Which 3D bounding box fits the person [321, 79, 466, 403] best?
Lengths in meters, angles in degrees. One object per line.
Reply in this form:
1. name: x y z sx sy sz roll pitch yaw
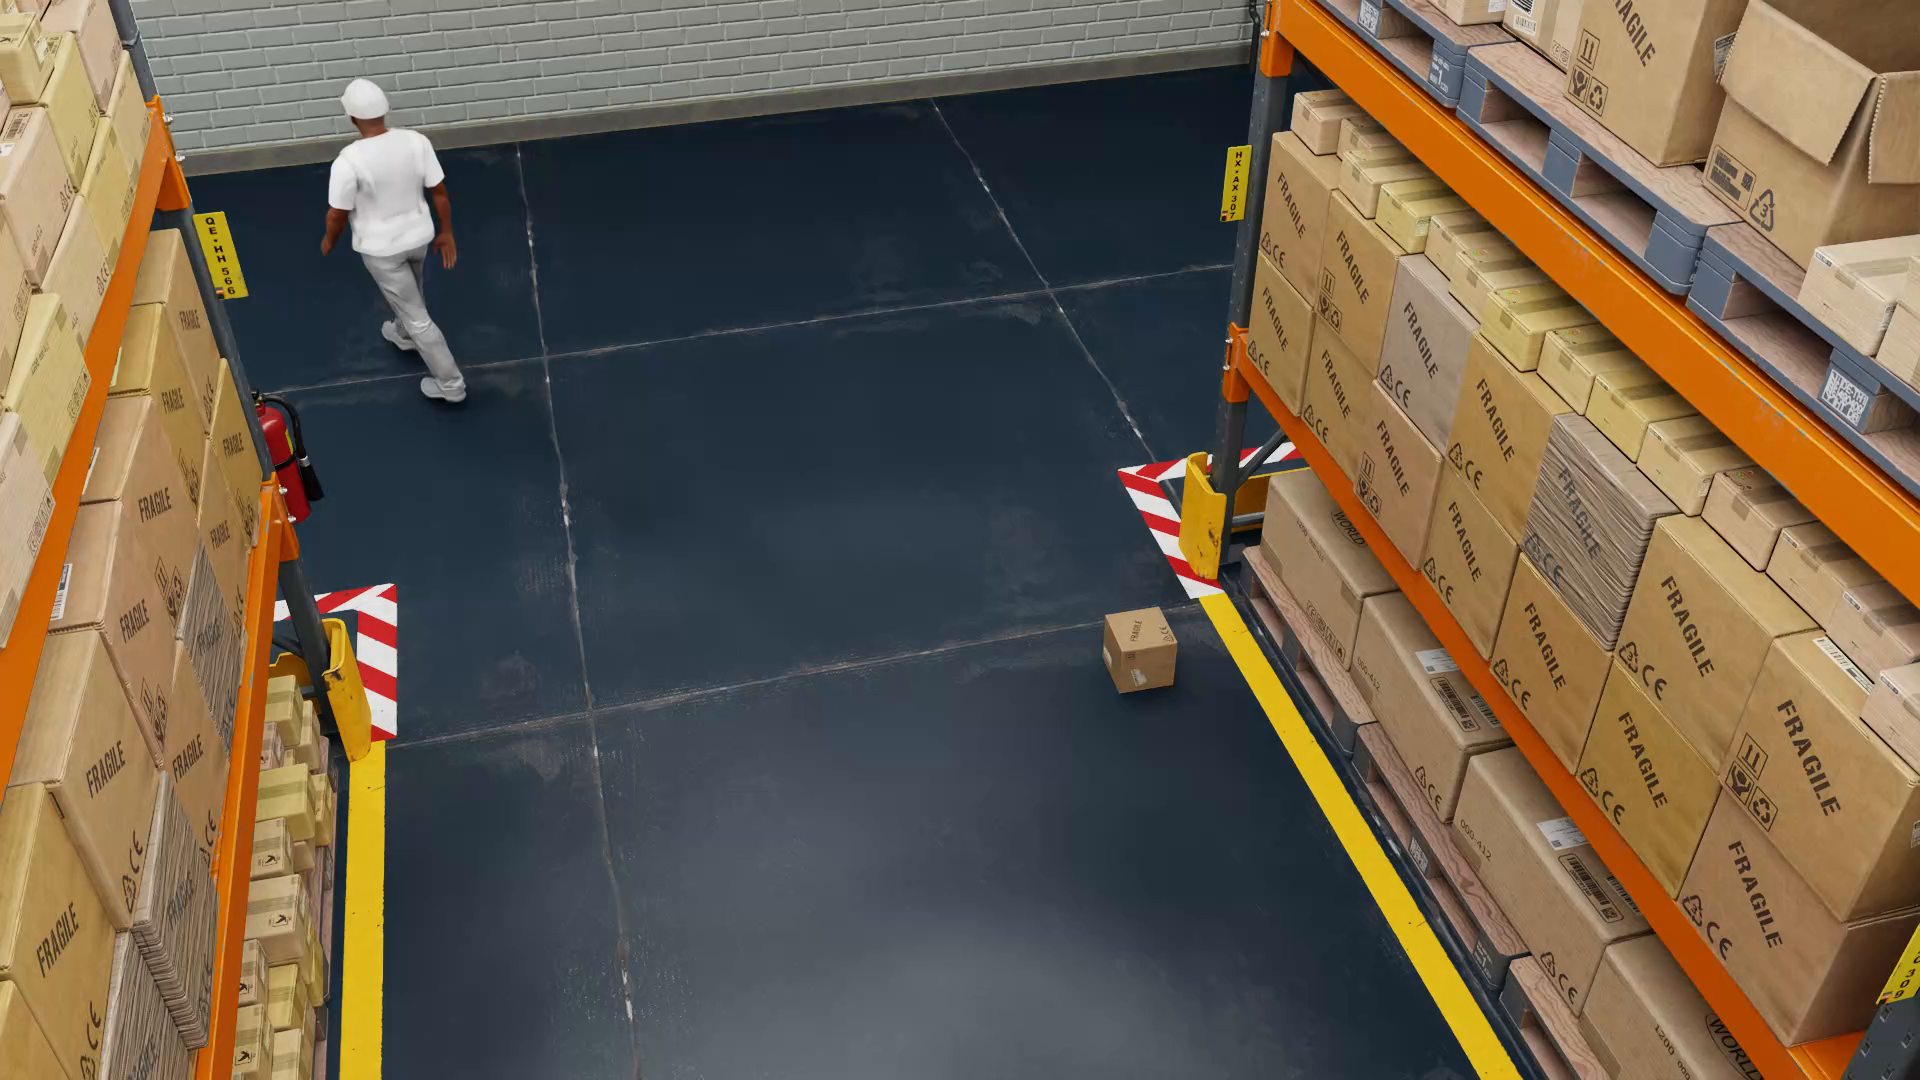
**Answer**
1. person: -3.036 -1.619 8.738 0.990 1.712 0.589 28 46 31
